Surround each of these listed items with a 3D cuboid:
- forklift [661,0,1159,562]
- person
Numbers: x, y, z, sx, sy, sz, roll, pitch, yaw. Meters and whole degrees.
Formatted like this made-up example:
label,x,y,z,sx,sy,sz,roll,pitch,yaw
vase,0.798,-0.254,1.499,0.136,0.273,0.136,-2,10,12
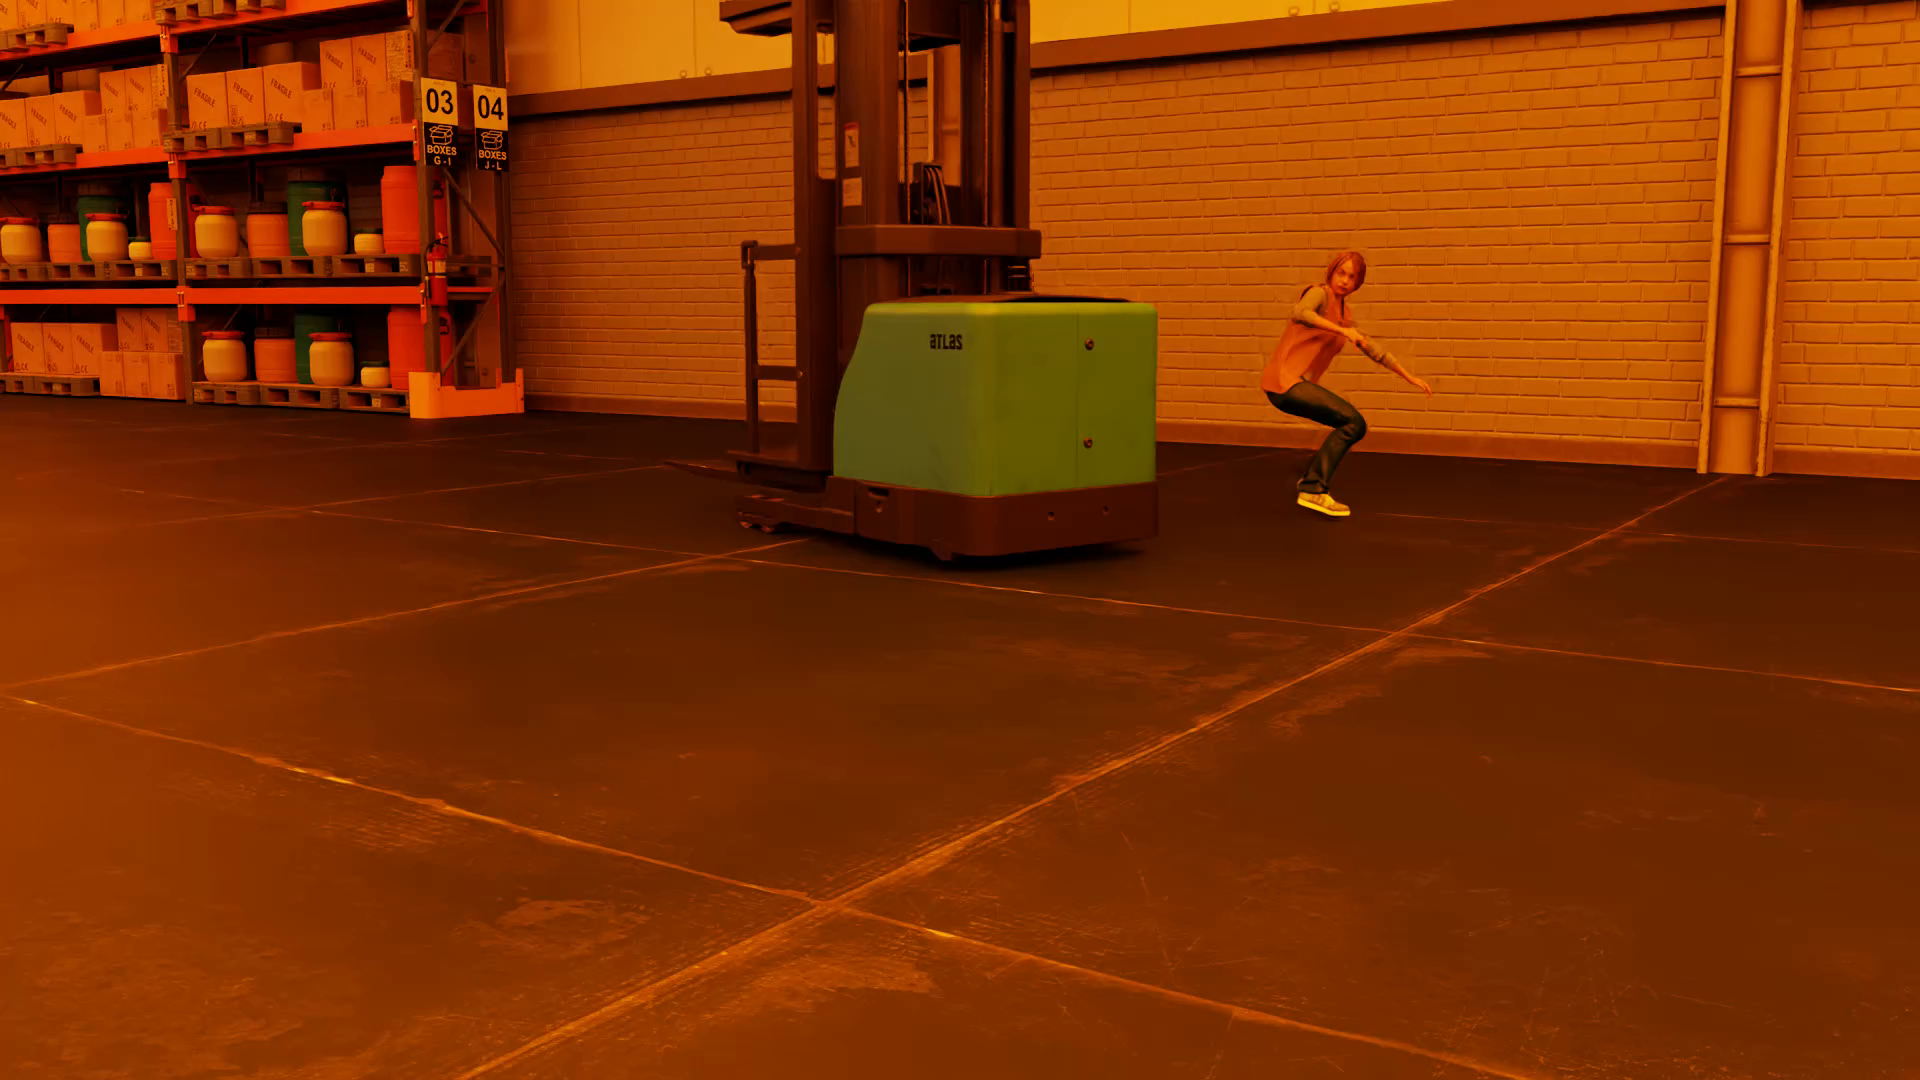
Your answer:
label,x,y,z,sx,sy,sz,roll,pitch,yaw
forklift,-0.438,-1.523,7.902,1.130,2.935,3.031,-6,10,-37
person,1.929,-0.775,8.400,0.811,1.350,0.686,4,9,23
